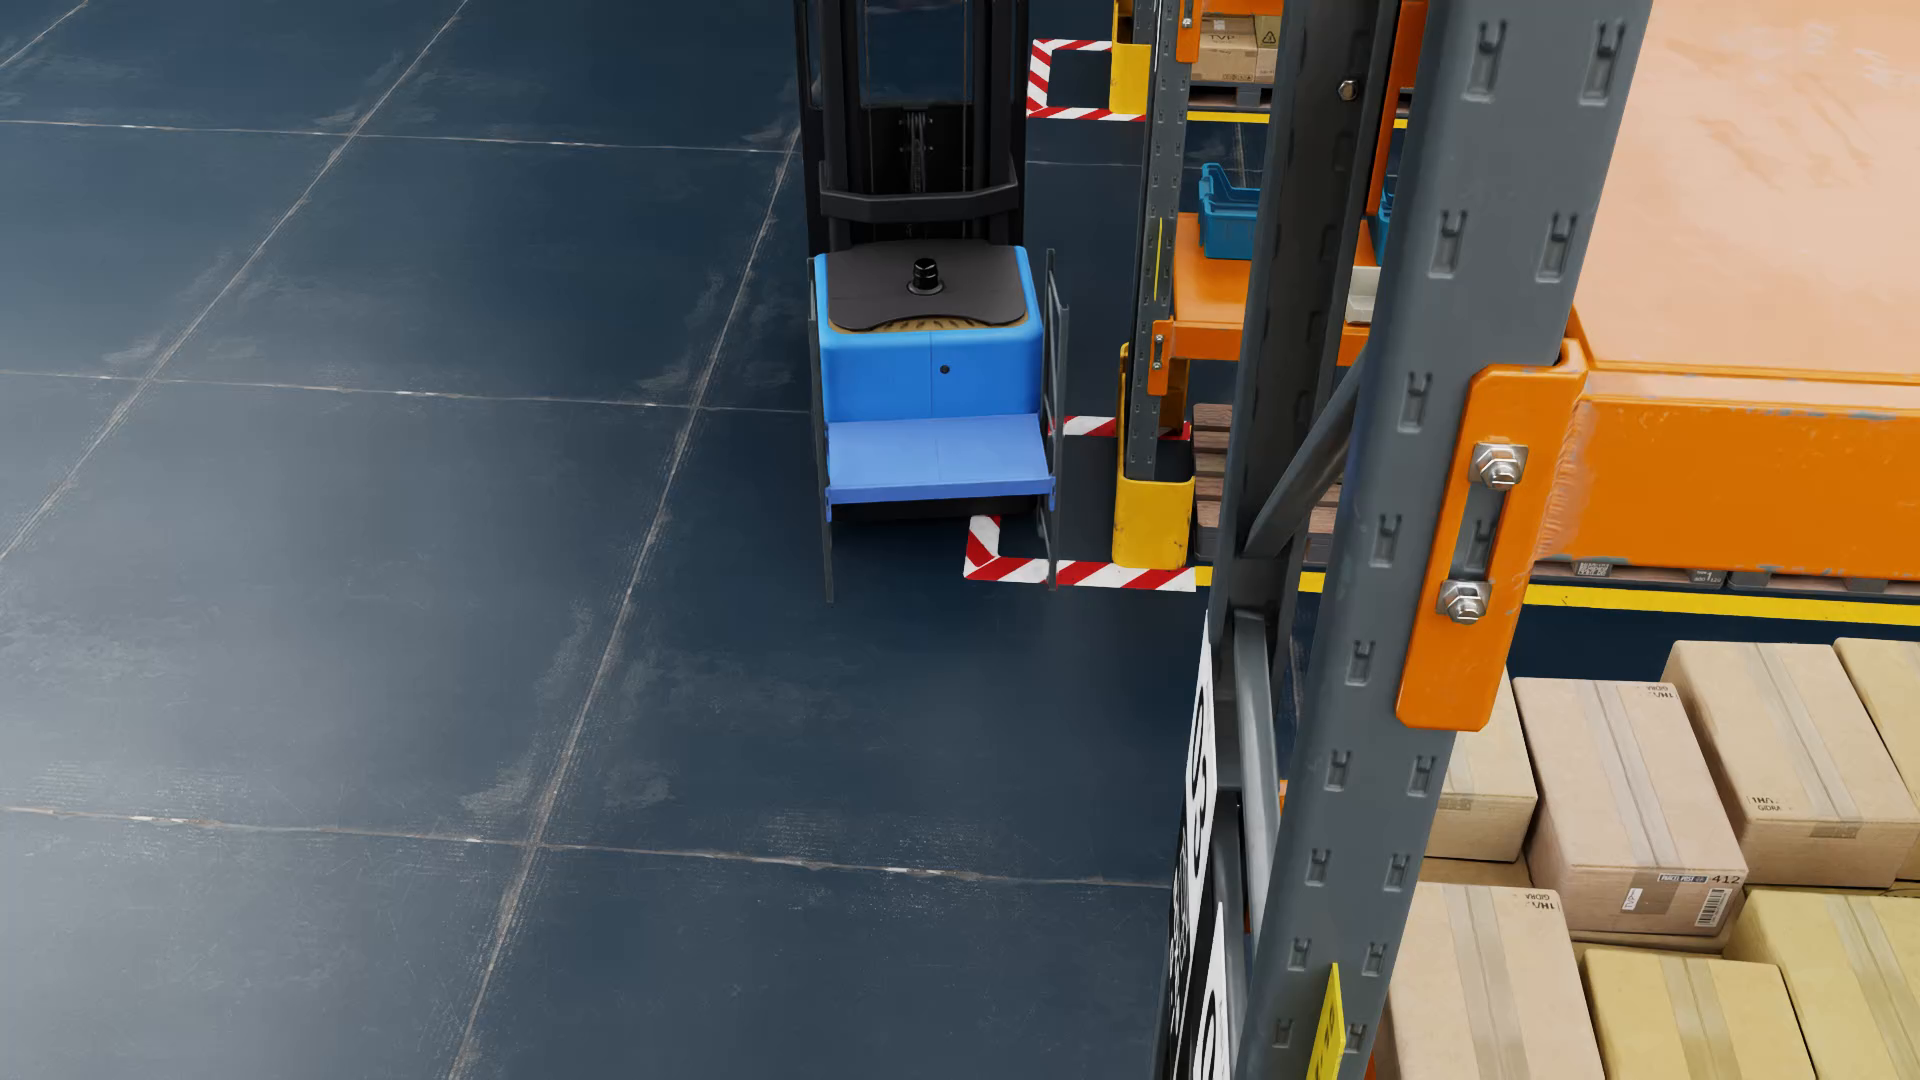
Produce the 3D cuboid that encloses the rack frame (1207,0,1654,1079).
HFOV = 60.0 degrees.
[{"bbox_3d":[0.424,-0.583,1.508,0.127,3.000,1.000,3,39,4],"label":"rack frame"}]

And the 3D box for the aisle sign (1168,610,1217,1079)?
[{"bbox_3d":[0.388,0.544,2.817,0.004,0.787,0.394,3,39,4],"label":"aisle sign"}]

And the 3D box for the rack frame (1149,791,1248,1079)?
[{"bbox_3d":[0.424,1.744,3.402,0.127,3.000,1.000,3,39,4],"label":"rack frame"}]

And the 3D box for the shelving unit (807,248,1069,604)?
[{"bbox_3d":[-0.103,-0.475,7.316,1.048,1.500,0.538,-3,39,-4],"label":"shelving unit"}]

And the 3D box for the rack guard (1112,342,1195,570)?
[{"bbox_3d":[0.931,-0.427,8.049,0.348,0.500,1.175,3,39,4],"label":"rack guard"}]

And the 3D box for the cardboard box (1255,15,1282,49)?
[{"bbox_3d":[2.296,-3.678,11.315,0.500,0.500,0.500,3,39,4],"label":"cardboard box"}]

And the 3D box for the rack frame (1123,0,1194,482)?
[{"bbox_3d":[0.852,-1.371,7.229,0.127,3.000,1.000,3,39,4],"label":"rack frame"}]

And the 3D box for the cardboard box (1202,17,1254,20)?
[{"bbox_3d":[1.842,-3.739,11.984,0.500,0.250,0.500,3,39,4],"label":"cardboard box"}]

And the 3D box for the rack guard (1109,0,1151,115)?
[{"bbox_3d":[1.259,-3.518,11.847,0.348,0.500,1.175,3,39,4],"label":"rack guard"}]

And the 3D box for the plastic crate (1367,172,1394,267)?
[{"bbox_3d":[2.023,-1.435,7.426,0.408,0.251,0.499,3,39,4],"label":"plastic crate"}]

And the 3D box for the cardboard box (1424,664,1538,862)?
[{"bbox_3d":[0.728,0.303,2.599,0.250,0.149,0.380,3,39,4],"label":"cardboard box"}]

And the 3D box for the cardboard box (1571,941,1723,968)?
[{"bbox_3d":[0.882,0.828,2.270,0.500,0.250,0.500,4,39,5],"label":"cardboard box"}]

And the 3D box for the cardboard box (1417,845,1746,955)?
[{"bbox_3d":[0.926,0.505,2.666,0.500,0.250,0.500,4,39,5],"label":"cardboard box"}]

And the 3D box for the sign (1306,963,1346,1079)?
[{"bbox_3d":[0.378,0.583,1.760,0.005,0.325,0.100,3,39,4],"label":"sign"}]

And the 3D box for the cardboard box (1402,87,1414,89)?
[{"bbox_3d":[3.292,-3.331,11.482,0.500,0.250,0.500,3,39,4],"label":"cardboard box"}]

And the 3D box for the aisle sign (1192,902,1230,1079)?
[{"bbox_3d":[0.337,0.921,2.353,0.004,0.787,0.394,3,39,4],"label":"aisle sign"}]

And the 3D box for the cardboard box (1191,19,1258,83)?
[{"bbox_3d":[1.798,-3.413,11.584,0.500,0.250,0.500,3,39,4],"label":"cardboard box"}]

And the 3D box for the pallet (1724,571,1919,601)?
[{"bbox_3d":[4.171,-0.135,7.919,1.213,0.211,1.003,3,39,4],"label":"pallet"}]

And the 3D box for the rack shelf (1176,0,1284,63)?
[{"bbox_3d":[2.844,-2.146,6.375,4.000,0.370,1.077,3,39,4],"label":"rack shelf"}]

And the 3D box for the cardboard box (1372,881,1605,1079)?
[{"bbox_3d":[0.679,0.645,2.179,0.250,0.149,0.380,3,39,4],"label":"cardboard box"}]

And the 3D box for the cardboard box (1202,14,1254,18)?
[{"bbox_3d":[1.843,-4.031,11.749,0.500,0.500,0.500,3,39,4],"label":"cardboard box"}]

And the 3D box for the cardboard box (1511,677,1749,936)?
[{"bbox_3d":[0.977,0.391,2.491,0.250,0.149,0.380,2,39,2],"label":"cardboard box"}]

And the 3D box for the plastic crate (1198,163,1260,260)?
[{"bbox_3d":[1.376,-1.474,7.473,0.616,0.251,0.499,3,39,4],"label":"plastic crate"}]

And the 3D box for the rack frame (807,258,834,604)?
[{"bbox_3d":[-0.609,-0.450,7.285,0.032,1.500,0.500,-3,39,-4],"label":"rack frame"}]

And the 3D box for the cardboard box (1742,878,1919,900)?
[{"bbox_3d":[1.424,0.531,2.635,0.500,0.250,0.500,3,39,4],"label":"cardboard box"}]

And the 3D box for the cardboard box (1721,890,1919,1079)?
[{"bbox_3d":[1.191,0.656,2.166,0.250,0.149,0.380,2,39,3],"label":"cardboard box"}]

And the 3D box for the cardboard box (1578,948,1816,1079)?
[{"bbox_3d":[0.929,0.720,2.087,0.250,0.149,0.380,4,39,5],"label":"cardboard box"}]

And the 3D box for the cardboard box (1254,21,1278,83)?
[{"bbox_3d":[2.296,-3.389,11.553,0.500,0.250,0.500,3,39,4],"label":"cardboard box"}]

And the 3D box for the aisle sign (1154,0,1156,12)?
[{"bbox_3d":[0.805,-2.570,6.642,0.004,0.787,0.394,3,39,4],"label":"aisle sign"}]

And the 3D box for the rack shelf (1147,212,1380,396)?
[{"bbox_3d":[2.844,-0.983,7.322,4.000,0.370,1.077,3,39,4],"label":"rack shelf"}]

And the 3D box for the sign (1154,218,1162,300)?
[{"bbox_3d":[0.800,-1.133,6.717,0.005,0.325,0.100,3,39,4],"label":"sign"}]

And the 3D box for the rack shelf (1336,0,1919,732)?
[{"bbox_3d":[2.417,-0.194,1.602,4.000,0.370,1.077,3,39,4],"label":"rack shelf"}]

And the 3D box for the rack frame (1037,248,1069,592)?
[{"bbox_3d":[0.404,-0.501,7.347,0.032,1.500,0.500,-3,39,-4],"label":"rack frame"}]

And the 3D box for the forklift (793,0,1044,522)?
[{"bbox_3d":[-0.244,-2.140,8.227,1.130,2.935,3.031,-3,39,-4],"label":"forklift"}]

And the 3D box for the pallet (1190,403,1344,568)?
[{"bbox_3d":[1.740,-0.267,8.082,1.213,0.211,1.003,3,39,4],"label":"pallet"}]

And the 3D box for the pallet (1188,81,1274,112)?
[{"bbox_3d":[2.048,-3.389,11.917,1.213,0.211,1.003,3,39,4],"label":"pallet"}]

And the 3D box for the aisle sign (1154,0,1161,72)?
[{"bbox_3d":[0.755,-2.199,6.187,0.004,0.787,0.394,3,39,4],"label":"aisle sign"}]

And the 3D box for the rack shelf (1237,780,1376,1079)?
[{"bbox_3d":[2.417,0.969,2.548,4.000,0.370,1.077,3,39,4],"label":"rack shelf"}]

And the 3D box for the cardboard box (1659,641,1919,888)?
[{"bbox_3d":[1.259,0.337,2.557,0.250,0.149,0.380,2,39,2],"label":"cardboard box"}]

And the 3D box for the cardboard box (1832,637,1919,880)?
[{"bbox_3d":[1.511,0.336,2.559,0.250,0.149,0.380,3,39,4],"label":"cardboard box"}]

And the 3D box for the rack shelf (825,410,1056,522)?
[{"bbox_3d":[-0.102,-0.336,7.430,1.000,0.185,0.538,-3,39,-4],"label":"rack shelf"}]

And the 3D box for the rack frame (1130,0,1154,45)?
[{"bbox_3d":[1.283,-4.486,11.056,0.127,3.000,1.000,3,39,4],"label":"rack frame"}]

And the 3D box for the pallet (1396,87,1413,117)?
[{"bbox_3d":[3.260,-3.321,11.834,1.213,0.211,1.003,3,39,4],"label":"pallet"}]

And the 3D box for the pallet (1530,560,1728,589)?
[{"bbox_3d":[2.952,-0.199,7.998,1.213,0.211,1.003,3,39,4],"label":"pallet"}]

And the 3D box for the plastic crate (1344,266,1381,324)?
[{"bbox_3d":[1.715,-1.018,7.004,0.250,0.136,0.298,3,39,4],"label":"plastic crate"}]
